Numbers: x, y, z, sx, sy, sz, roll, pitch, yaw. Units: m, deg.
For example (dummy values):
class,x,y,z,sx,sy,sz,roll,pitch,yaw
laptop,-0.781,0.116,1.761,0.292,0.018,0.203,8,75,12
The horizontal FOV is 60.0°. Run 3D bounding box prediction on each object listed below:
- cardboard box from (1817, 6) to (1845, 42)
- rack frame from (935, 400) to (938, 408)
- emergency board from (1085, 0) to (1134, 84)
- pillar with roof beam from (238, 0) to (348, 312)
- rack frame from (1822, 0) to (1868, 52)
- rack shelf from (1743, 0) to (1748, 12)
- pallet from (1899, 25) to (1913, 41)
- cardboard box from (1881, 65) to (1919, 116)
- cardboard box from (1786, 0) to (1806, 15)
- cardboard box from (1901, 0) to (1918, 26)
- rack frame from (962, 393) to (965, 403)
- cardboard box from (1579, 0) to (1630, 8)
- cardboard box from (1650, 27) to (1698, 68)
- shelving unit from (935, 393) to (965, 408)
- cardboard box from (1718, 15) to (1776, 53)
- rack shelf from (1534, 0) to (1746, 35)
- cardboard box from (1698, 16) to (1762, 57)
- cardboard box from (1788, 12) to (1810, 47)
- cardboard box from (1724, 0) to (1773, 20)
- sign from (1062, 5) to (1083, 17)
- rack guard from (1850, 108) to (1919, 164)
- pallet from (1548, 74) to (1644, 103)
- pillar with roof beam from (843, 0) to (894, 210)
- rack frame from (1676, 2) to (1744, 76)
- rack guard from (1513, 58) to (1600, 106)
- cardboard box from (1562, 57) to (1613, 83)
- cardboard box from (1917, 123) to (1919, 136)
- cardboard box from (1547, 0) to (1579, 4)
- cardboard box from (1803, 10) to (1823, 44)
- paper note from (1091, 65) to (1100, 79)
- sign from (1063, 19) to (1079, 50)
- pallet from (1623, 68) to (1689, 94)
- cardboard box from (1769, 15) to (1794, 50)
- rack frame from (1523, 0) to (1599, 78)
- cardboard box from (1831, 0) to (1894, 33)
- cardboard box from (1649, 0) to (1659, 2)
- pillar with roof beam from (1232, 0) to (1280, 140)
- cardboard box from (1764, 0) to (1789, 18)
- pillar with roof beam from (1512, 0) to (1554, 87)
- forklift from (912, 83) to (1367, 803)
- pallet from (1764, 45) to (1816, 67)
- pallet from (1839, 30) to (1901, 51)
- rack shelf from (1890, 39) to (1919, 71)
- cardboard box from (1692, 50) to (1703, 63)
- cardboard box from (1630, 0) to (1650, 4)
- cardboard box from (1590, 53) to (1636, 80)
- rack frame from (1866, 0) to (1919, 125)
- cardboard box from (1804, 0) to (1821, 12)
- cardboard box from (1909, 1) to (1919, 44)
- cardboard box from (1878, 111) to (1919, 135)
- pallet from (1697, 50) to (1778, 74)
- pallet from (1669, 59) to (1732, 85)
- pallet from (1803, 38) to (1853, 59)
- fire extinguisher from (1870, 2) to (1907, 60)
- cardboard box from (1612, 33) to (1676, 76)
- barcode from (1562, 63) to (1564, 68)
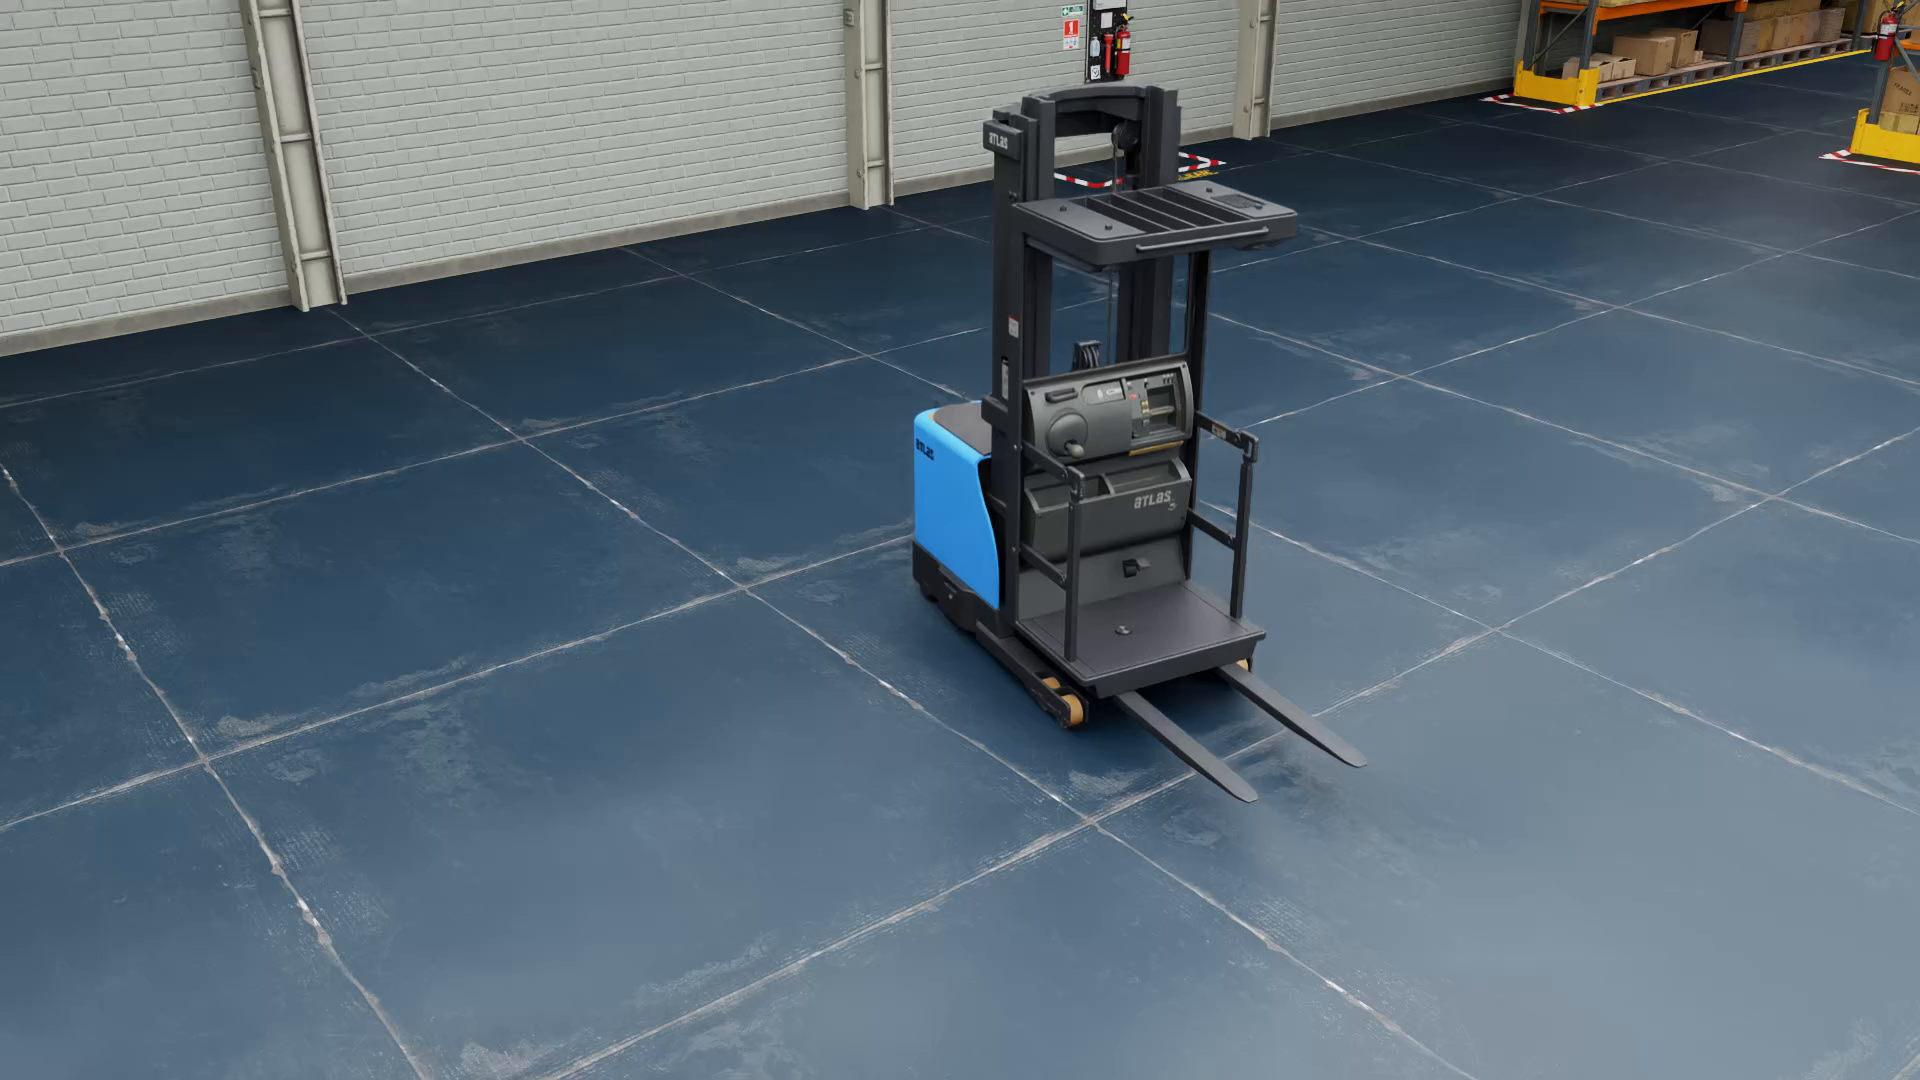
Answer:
class,x,y,z,sx,sy,sz,roll,pitch,yaw
cardboard box,14.220,-8.607,27.679,0.500,0.500,0.700,-18,30,-33
rack frame,-0.074,-0.384,10.008,0.006,0.900,0.240,-18,31,-34
emergency board,1.786,-5.948,19.503,0.643,1.169,0.194,-18,31,-34
pillar with roof beam,-3.032,-4.755,9.807,0.400,9.000,9.100,-18,31,-34
rack frame,14.754,-9.746,27.686,0.127,3.000,1.000,-18,31,-34
rack shelf,13.180,-8.900,26.718,4.000,0.370,1.077,-18,31,-34
pallet,16.380,-8.976,29.339,1.213,0.211,1.003,-18,31,-34
cardboard box,11.757,-5.549,20.519,0.500,0.500,0.500,-18,31,-34
cardboard box,13.331,-8.685,26.956,0.500,0.250,0.500,-18,31,-34
cardboard box,16.107,-9.334,28.854,0.750,0.750,0.750,-18,31,-34
rack frame,0.086,-0.437,10.122,0.006,0.900,0.240,-18,31,-34
cardboard box,9.039,-7.630,23.282,0.500,0.250,0.500,-19,31,-35
cardboard box,10.814,-7.489,25.271,0.500,0.500,0.500,-21,32,-38
shelving unit,0.006,-0.410,10.065,0.210,0.900,0.258,-18,31,-34
cardboard box,12.551,-8.120,26.629,0.500,0.500,0.700,-19,31,-35
rack shelf,10.032,-7.861,24.479,4.000,0.370,1.077,-18,31,-34
cardboard box,12.175,-7.969,26.304,0.500,0.500,0.700,-17,30,-32
cardboard box,13.369,-8.373,27.175,0.500,0.500,0.700,-18,31,-34
cardboard box,12.520,-8.425,26.395,0.500,0.250,0.500,-19,31,-35
sign,1.296,-6.093,19.144,0.331,0.109,0.001,-18,31,-34
rack guard,11.499,-4.887,20.187,0.348,0.500,1.175,-18,31,-34
pallet,9.180,-6.622,24.267,1.213,0.211,1.003,-18,31,-34
pillar with roof beam,1.689,-6.314,13.165,0.400,9.000,9.100,-18,31,-34
rack frame,11.606,-8.707,25.447,0.127,3.000,1.000,-18,31,-34
rack guard,8.518,-6.553,23.777,0.348,0.500,1.175,-18,31,-34
cardboard box,9.059,-6.797,24.004,0.500,0.311,0.500,-23,33,-40
cardboard box,12.078,-5.036,20.306,0.500,0.250,0.500,-18,31,-34
cardboard box,8.707,-7.794,23.635,0.500,0.250,0.500,-18,30,-33
cardboard box,13.742,-8.512,27.474,0.500,0.500,0.700,-18,31,-34
paper note,1.604,-5.525,19.639,0.142,0.148,0.016,-18,31,-34
sign,1.287,-5.855,19.260,0.234,0.329,0.001,-18,31,-34
pallet,10.139,-6.937,24.946,1.213,0.211,1.003,-18,31,-34
cardboard box,12.977,-8.239,26.886,0.500,0.500,0.700,-18,30,-33
rack frame,8.459,-7.668,23.208,0.127,3.000,1.000,-18,31,-34
cardboard box,15.414,-9.109,28.368,0.750,0.750,0.750,-19,31,-35
cardboard box,9.843,-7.900,23.864,0.500,0.250,0.500,-19,31,-35
pillar with roof beam,6.411,-7.872,16.523,0.400,9.000,9.100,-18,31,-34
cardboard box,12.927,-8.561,26.689,0.500,0.250,0.500,-19,31,-35
pillar with roof beam,11.132,-9.431,19.881,0.400,9.000,9.100,-18,31,-34
forklift,0.854,-0.612,8.088,1.130,2.935,3.031,-12,28,-25
pallet,13.179,-7.963,27.157,1.213,0.211,1.003,-18,31,-34
pallet,15.421,-8.661,28.660,1.213,0.211,1.003,-18,31,-34
rack shelf,13.092,-6.221,20.945,4.000,0.370,1.077,-18,31,-34
cardboard box,11.204,-7.472,25.630,0.380,0.166,0.250,22,33,39
cardboard box,9.438,-7.770,23.583,0.500,0.250,0.500,-19,31,-36
cardboard box,9.507,-6.945,24.324,0.500,0.311,0.500,-15,29,-30
rack frame,11.518,-6.027,19.674,0.127,3.000,1.000,-18,31,-34
cardboard box,13.732,-8.820,27.247,0.500,0.250,0.500,-18,30,-33
cardboard box,11.894,-6.190,19.905,0.500,0.500,0.700,-18,31,-34
cardboard box,11.758,-5.208,20.676,0.500,0.250,0.500,-18,31,-34
pallet,12.218,-7.644,26.471,1.213,0.211,1.003,-18,31,-34
pallet,11.100,-7.256,25.633,1.213,0.211,1.003,-18,31,-34
pallet,14.138,-8.278,27.836,1.213,0.211,1.003,-18,31,-34
fire extinguisher,11.139,-6.116,19.956,0.183,0.674,0.296,-18,31,-34
cardboard box,10.115,-7.205,24.659,0.500,0.500,0.700,-21,32,-37
barcode,8.826,-6.939,24.298,0.075,0.075,0.001,-18,31,-34
